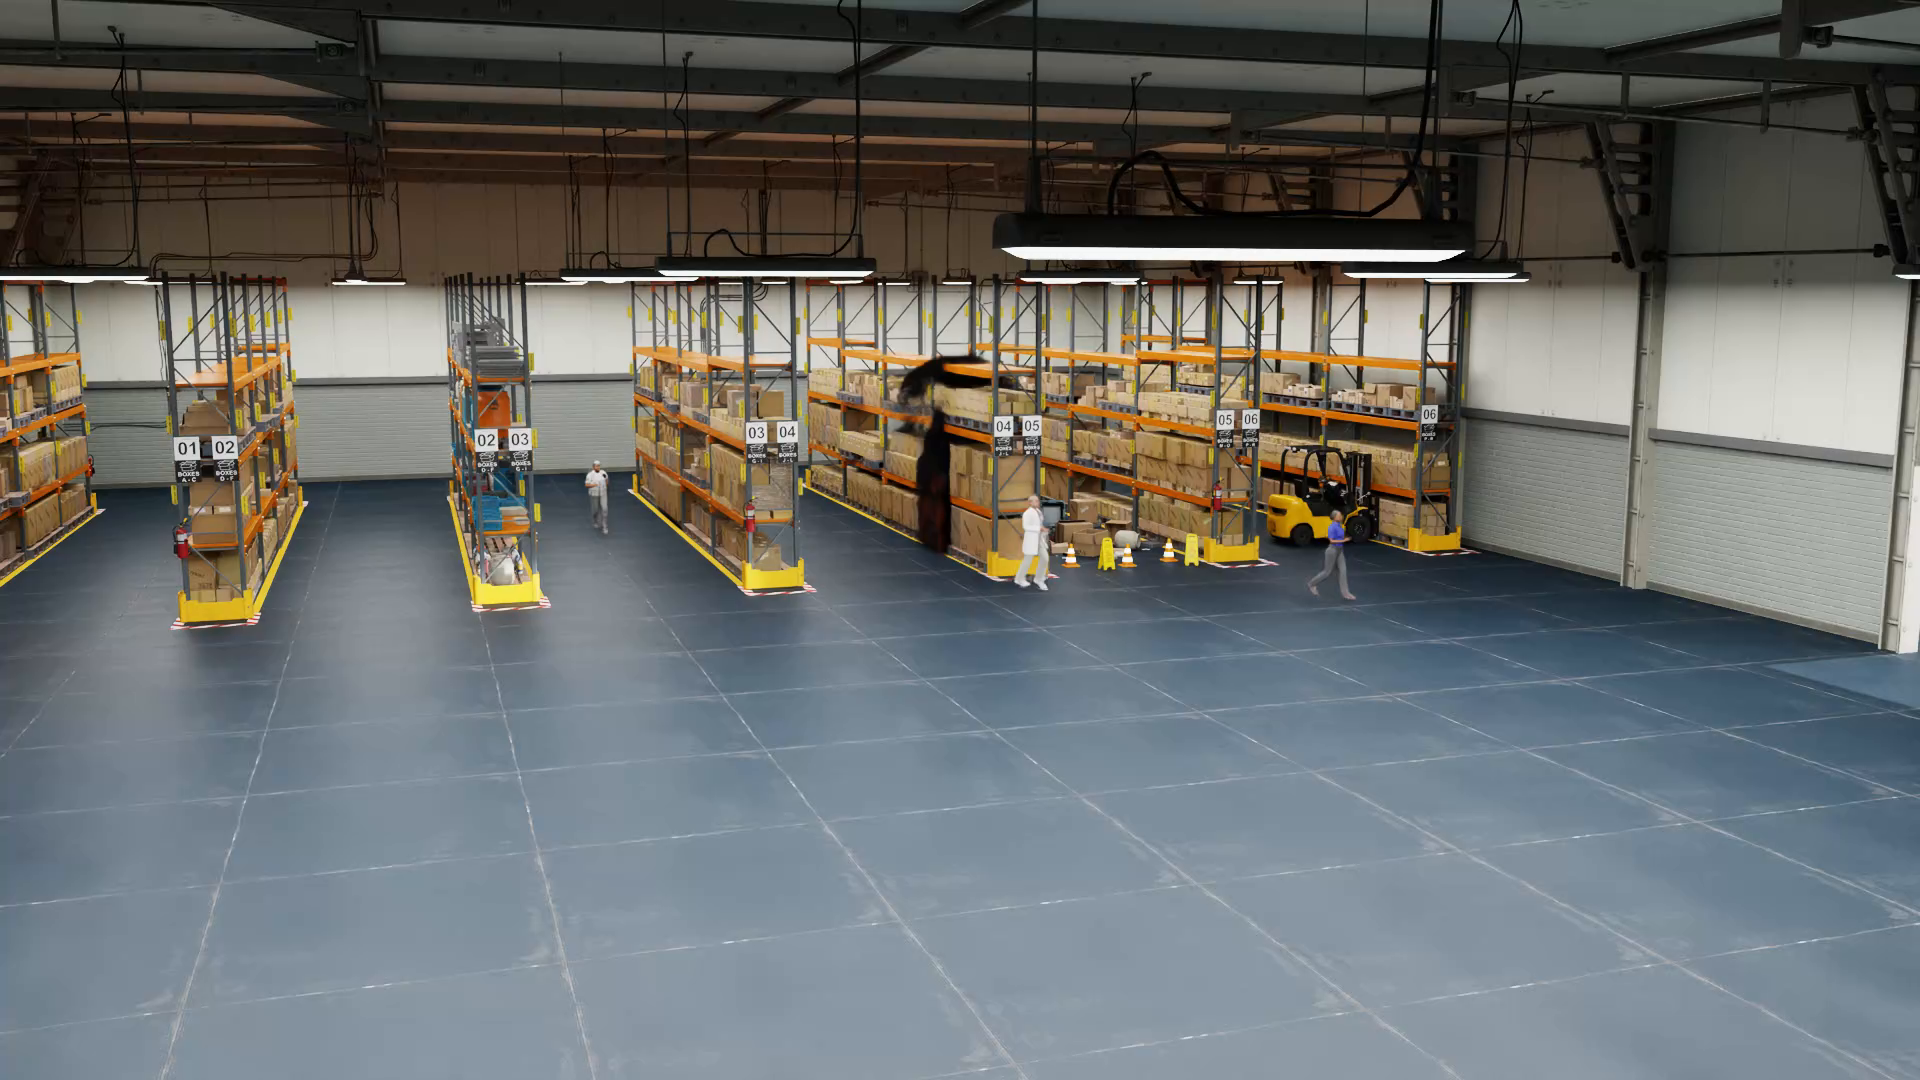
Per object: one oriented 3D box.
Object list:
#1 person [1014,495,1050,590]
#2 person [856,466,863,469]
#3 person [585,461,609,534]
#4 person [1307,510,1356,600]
[{"bbox_3d":[1.403,0.063,31.856,0.765,1.854,0.697,6,10,34],"label":"person"},{"bbox_3d":[-2.974,-2.696,50.264,0.710,1.745,0.639,-2,9,-12],"label":"person"},{"bbox_3d":[-8.575,-1.021,39.366,0.591,1.725,0.794,-3,9,-21],"label":"person"},{"bbox_3d":[6.898,0.254,30.702,0.938,1.639,0.577,7,11,38],"label":"person"}]
